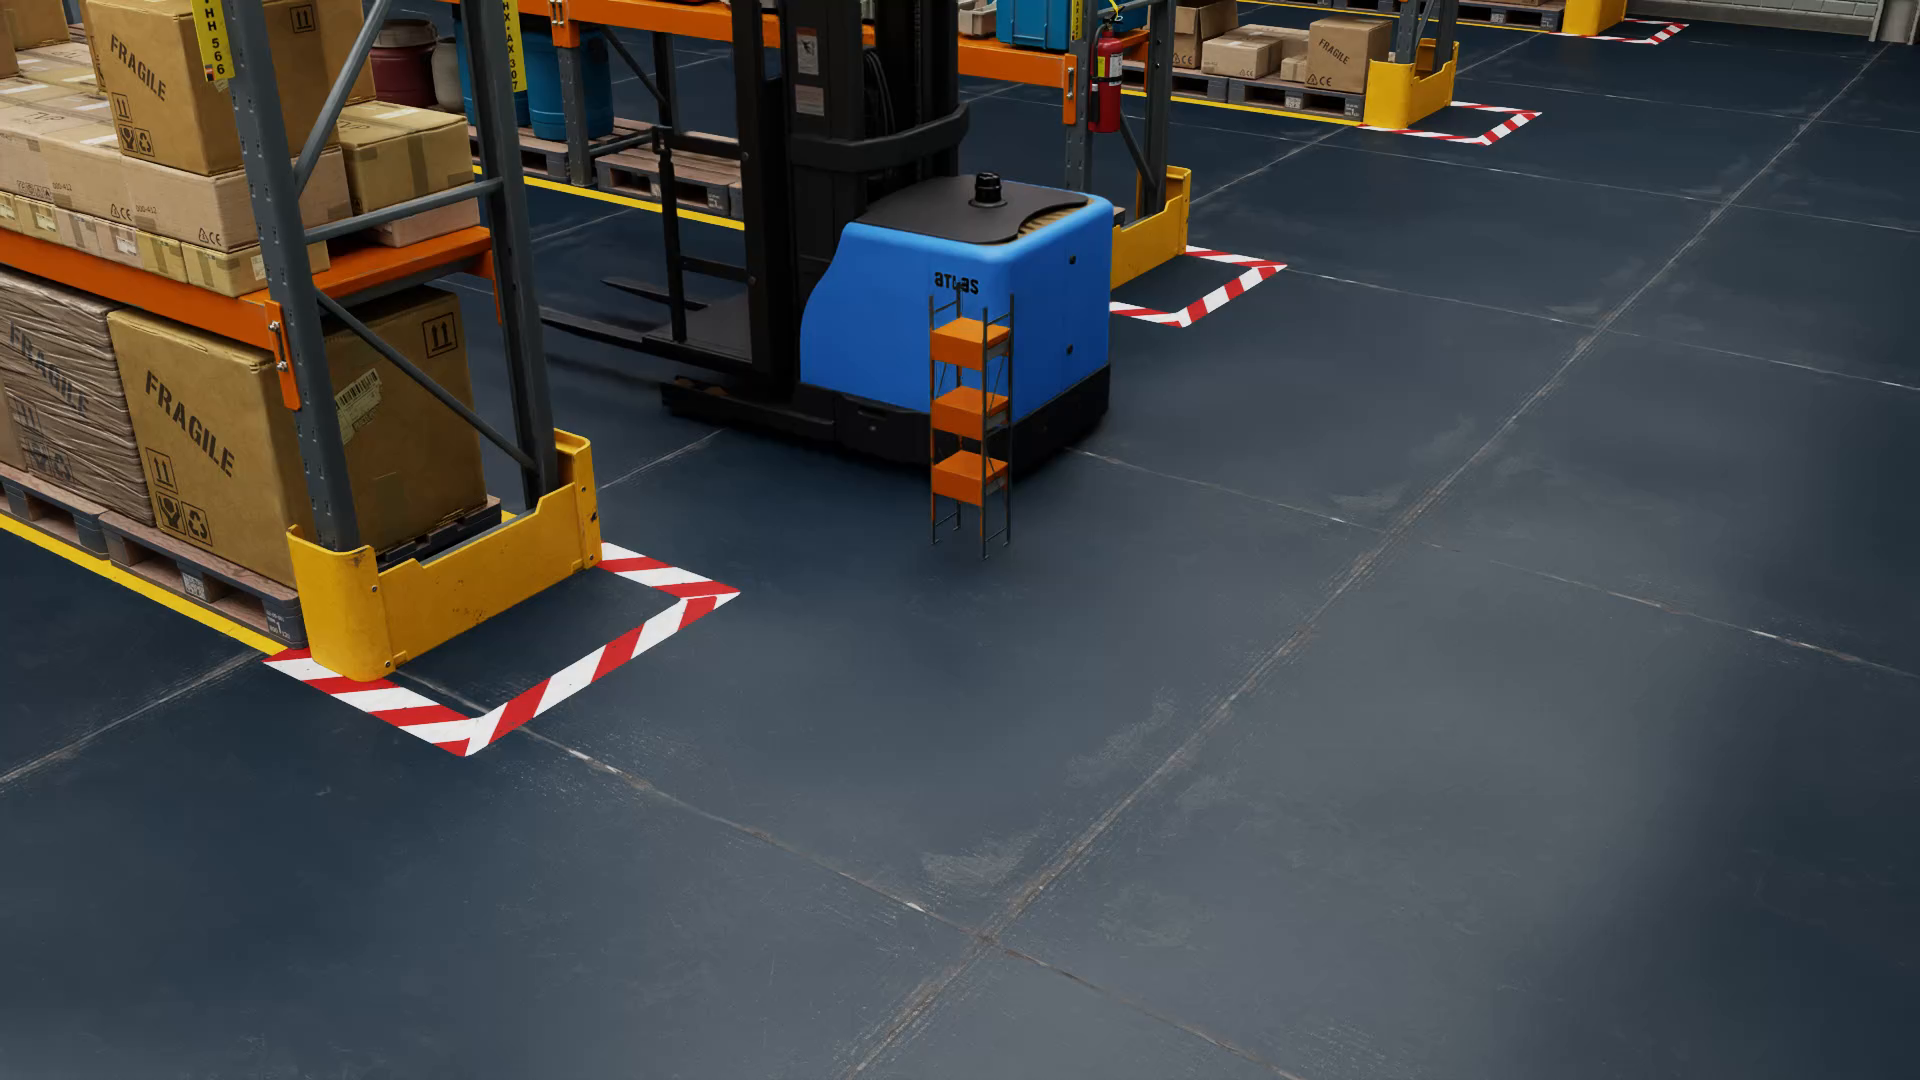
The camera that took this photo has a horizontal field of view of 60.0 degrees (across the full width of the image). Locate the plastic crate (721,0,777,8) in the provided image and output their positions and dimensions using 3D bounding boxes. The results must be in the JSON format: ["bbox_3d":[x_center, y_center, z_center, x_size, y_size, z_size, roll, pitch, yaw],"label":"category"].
[{"bbox_3d":[-1.224,-3.491,10.368,0.530,0.282,0.437,17,32,30],"label":"plastic crate"}]

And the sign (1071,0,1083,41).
[{"bbox_3d":[0.620,-2.814,8.793,0.005,0.325,0.100,17,32,30],"label":"sign"}]

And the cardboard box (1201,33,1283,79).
[{"bbox_3d":[2.372,-4.075,13.998,0.500,0.250,0.500,17,32,30],"label":"cardboard box"}]

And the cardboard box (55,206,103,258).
[{"bbox_3d":[-2.993,-1.152,5.983,0.250,0.149,0.380,18,32,31],"label":"cardboard box"}]

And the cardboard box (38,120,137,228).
[{"bbox_3d":[-2.853,-1.321,5.876,0.500,0.250,0.500,17,31,29],"label":"cardboard box"}]

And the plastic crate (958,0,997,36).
[{"bbox_3d":[0.144,-3.002,9.567,0.243,0.136,0.396,17,32,30],"label":"plastic crate"}]

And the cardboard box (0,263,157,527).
[{"bbox_3d":[-3.209,-0.708,6.713,0.875,0.875,0.875,17,32,30],"label":"cardboard box"}]

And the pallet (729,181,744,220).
[{"bbox_3d":[-0.741,-2.248,10.935,1.213,0.211,1.003,17,32,30],"label":"pallet"}]

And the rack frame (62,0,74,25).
[{"bbox_3d":[-8.973,-6.033,15.297,0.127,3.000,1.000,17,32,30],"label":"rack frame"}]

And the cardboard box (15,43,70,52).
[{"bbox_3d":[-4.242,-2.045,7.299,0.500,0.250,0.500,18,32,32],"label":"cardboard box"}]

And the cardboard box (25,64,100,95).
[{"bbox_3d":[-3.406,-1.783,6.783,0.500,0.250,0.500,17,31,29],"label":"cardboard box"}]

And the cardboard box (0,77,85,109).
[{"bbox_3d":[-3.705,-1.584,6.392,0.500,0.250,0.500,17,32,30],"label":"cardboard box"}]

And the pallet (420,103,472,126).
[{"bbox_3d":[-4.001,-3.262,12.928,1.213,0.211,1.003,17,32,30],"label":"pallet"}]

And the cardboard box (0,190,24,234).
[{"bbox_3d":[-3.422,-1.284,6.243,0.250,0.149,0.380,17,32,30],"label":"cardboard box"}]

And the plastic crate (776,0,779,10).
[{"bbox_3d":[-0.919,-3.335,10.114,0.300,0.233,0.416,17,32,30],"label":"plastic crate"}]

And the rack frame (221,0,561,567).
[{"bbox_3d":[-1.886,-1.100,5.603,0.127,3.000,1.000,17,32,30],"label":"rack frame"}]

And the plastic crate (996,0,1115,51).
[{"bbox_3d":[0.537,-3.010,9.252,0.499,0.435,0.616,17,32,30],"label":"plastic crate"}]

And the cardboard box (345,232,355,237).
[{"bbox_3d":[-2.204,-1.267,6.210,0.250,0.149,0.380,17,31,30],"label":"cardboard box"}]

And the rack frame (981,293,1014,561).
[{"bbox_3d":[0.145,-0.423,6.423,0.008,1.050,0.200,17,32,30],"label":"rack frame"}]

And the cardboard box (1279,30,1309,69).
[{"bbox_3d":[3.026,-4.147,14.138,0.500,0.250,0.500,17,32,30],"label":"cardboard box"}]

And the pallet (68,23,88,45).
[{"bbox_3d":[-8.304,-4.603,15.562,1.213,0.211,1.003,17,32,30],"label":"pallet"}]

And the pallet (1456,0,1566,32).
[{"bbox_3d":[5.824,-5.588,17.498,1.213,0.211,1.003,17,32,30],"label":"pallet"}]

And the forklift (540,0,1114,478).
[{"bbox_3d":[-0.822,-2.044,7.534,3.031,2.935,1.130,16,31,29],"label":"forklift"}]

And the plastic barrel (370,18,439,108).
[{"bbox_3d":[-4.332,-3.709,12.926,0.708,0.588,0.600,17,32,30],"label":"plastic barrel"}]

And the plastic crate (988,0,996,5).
[{"bbox_3d":[0.359,-3.259,9.965,0.300,0.233,0.416,17,32,30],"label":"plastic crate"}]

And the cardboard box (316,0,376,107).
[{"bbox_3d":[-2.541,-1.852,6.093,0.500,0.500,0.500,16,31,29],"label":"cardboard box"}]

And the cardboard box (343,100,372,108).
[{"bbox_3d":[-2.561,-1.520,6.268,0.500,0.250,0.500,17,31,30],"label":"cardboard box"}]

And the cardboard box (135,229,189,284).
[{"bbox_3d":[-2.581,-1.022,5.728,0.250,0.149,0.380,18,32,31],"label":"cardboard box"}]

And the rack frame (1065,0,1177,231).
[{"bbox_3d":[0.919,-2.951,9.242,0.127,3.000,1.000,17,32,30],"label":"rack frame"}]

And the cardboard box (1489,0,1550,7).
[{"bbox_3d":[5.894,-5.871,17.271,0.500,0.500,0.700,17,32,30],"label":"cardboard box"}]

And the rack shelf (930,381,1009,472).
[{"bbox_3d":[0.044,-0.445,6.490,0.240,0.259,0.215,17,32,30],"label":"rack shelf"}]

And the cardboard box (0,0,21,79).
[{"bbox_3d":[-4.100,-2.047,6.475,0.500,0.500,0.500,16,31,29],"label":"cardboard box"}]

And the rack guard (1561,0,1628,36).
[{"bbox_3d":[6.547,-5.535,17.075,0.348,0.500,1.175,17,32,30],"label":"rack guard"}]

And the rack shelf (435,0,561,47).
[{"bbox_3d":[-4.027,-4.171,12.433,4.000,0.370,1.077,17,32,30],"label":"rack shelf"}]

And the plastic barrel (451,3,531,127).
[{"bbox_3d":[-3.401,-3.558,12.285,0.708,0.901,0.600,17,32,30],"label":"plastic barrel"}]

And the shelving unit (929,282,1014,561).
[{"bbox_3d":[0.044,-0.454,6.485,0.252,1.050,0.215,17,32,30],"label":"shelving unit"}]

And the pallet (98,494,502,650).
[{"bbox_3d":[-2.589,-0.033,6.582,1.213,0.211,1.003,17,32,30],"label":"pallet"}]

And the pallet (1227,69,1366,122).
[{"bbox_3d":[3.006,-3.783,13.951,1.213,0.211,1.003,17,32,30],"label":"pallet"}]

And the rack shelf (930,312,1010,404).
[{"bbox_3d":[0.044,-0.698,6.361,0.240,0.259,0.215,17,32,30],"label":"rack shelf"}]

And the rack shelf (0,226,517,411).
[{"bbox_3d":[-3.534,-1.292,6.776,4.000,0.370,1.077,17,32,30],"label":"rack shelf"}]

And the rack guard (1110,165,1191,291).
[{"bbox_3d":[0.946,-1.836,9.806,0.348,0.500,1.175,17,32,30],"label":"rack guard"}]

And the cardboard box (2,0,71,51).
[{"bbox_3d":[-4.242,-2.378,7.127,0.500,0.500,0.500,18,32,31],"label":"cardboard box"}]

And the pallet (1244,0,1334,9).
[{"bbox_3d":[3.813,-6.215,18.730,1.213,0.211,1.003,17,32,30],"label":"pallet"}]

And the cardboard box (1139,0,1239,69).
[{"bbox_3d":[1.980,-4.432,14.419,0.637,0.503,0.797,17,32,30],"label":"cardboard box"}]

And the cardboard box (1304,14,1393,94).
[{"bbox_3d":[3.138,-3.932,13.439,0.500,0.500,0.500,17,32,30],"label":"cardboard box"}]
